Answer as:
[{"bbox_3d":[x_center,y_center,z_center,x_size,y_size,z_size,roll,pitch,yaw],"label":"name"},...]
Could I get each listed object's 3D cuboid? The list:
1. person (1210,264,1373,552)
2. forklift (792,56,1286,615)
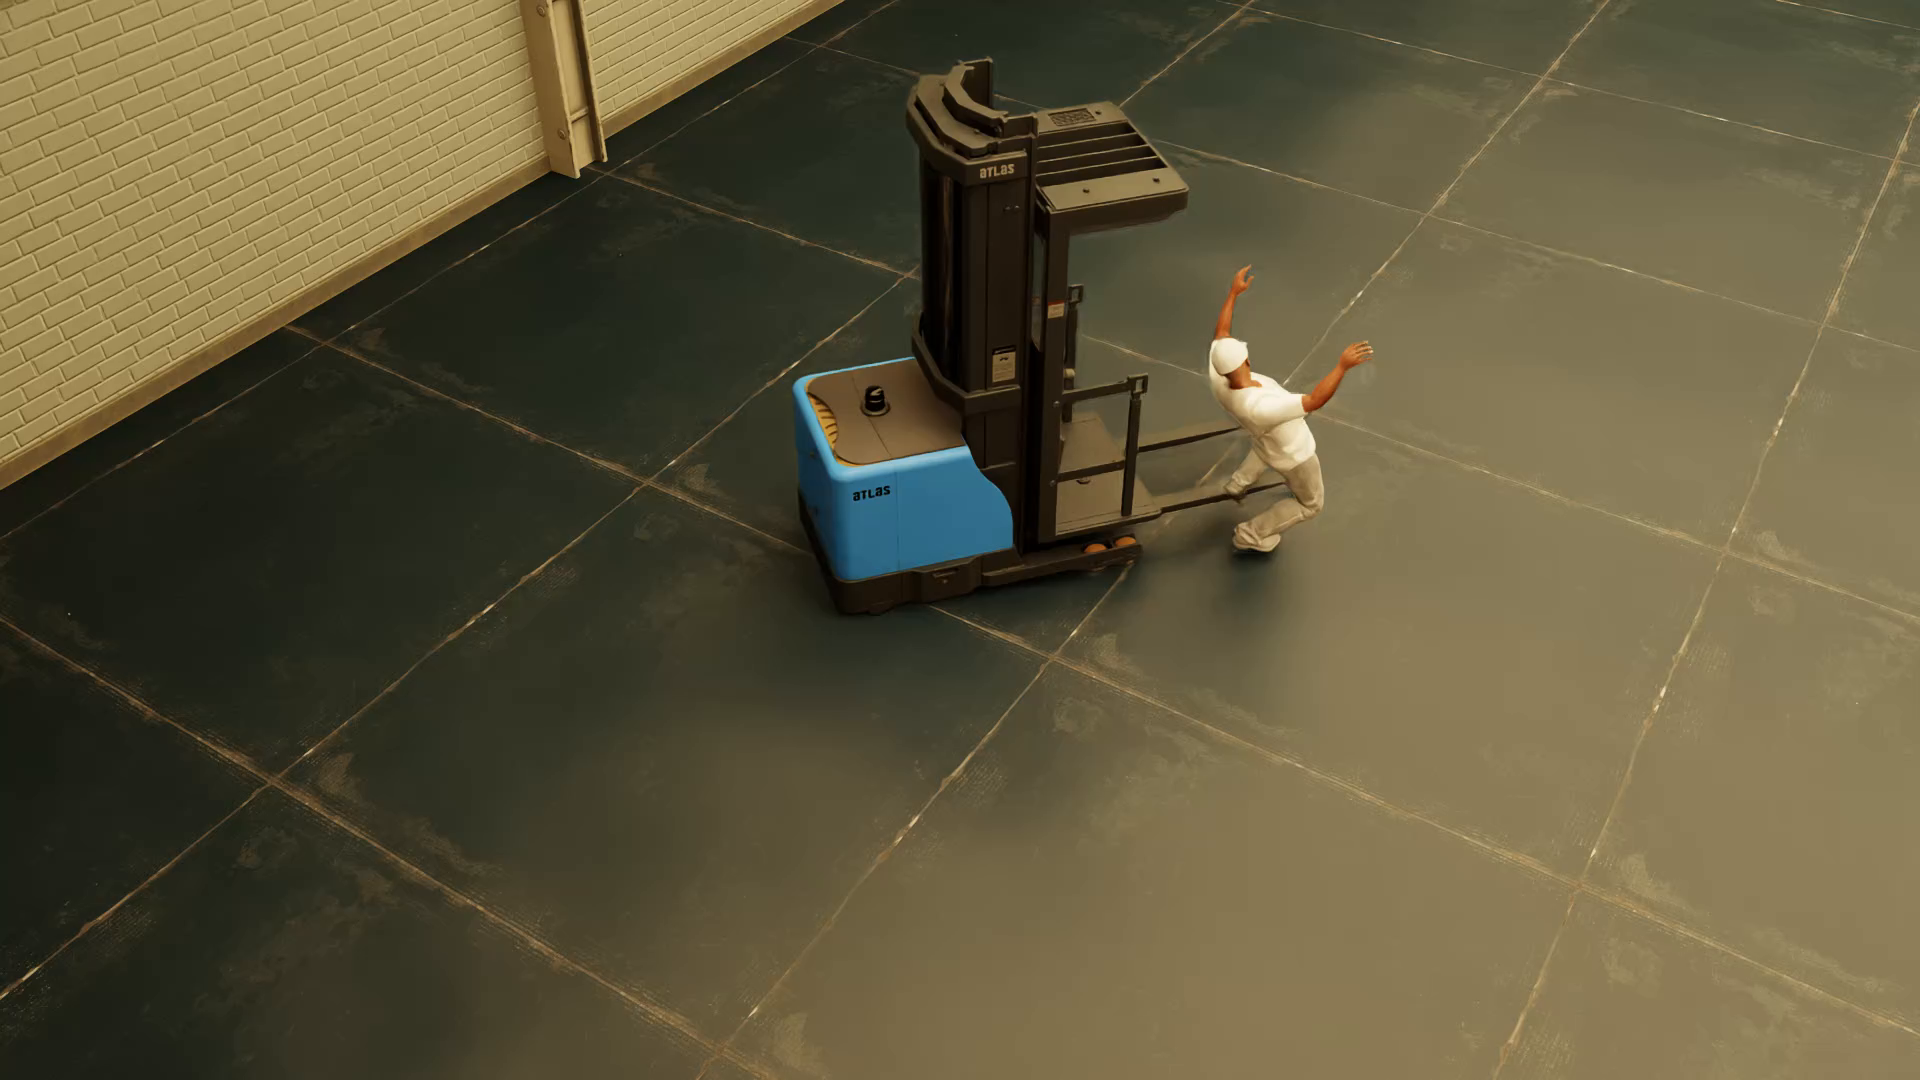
[{"bbox_3d":[1.765,-0.684,9.741,0.770,1.591,1.020,-15,43,-17],"label":"person"},{"bbox_3d":[0.580,-1.245,9.436,3.031,2.935,1.130,-12,42,-14],"label":"forklift"}]
